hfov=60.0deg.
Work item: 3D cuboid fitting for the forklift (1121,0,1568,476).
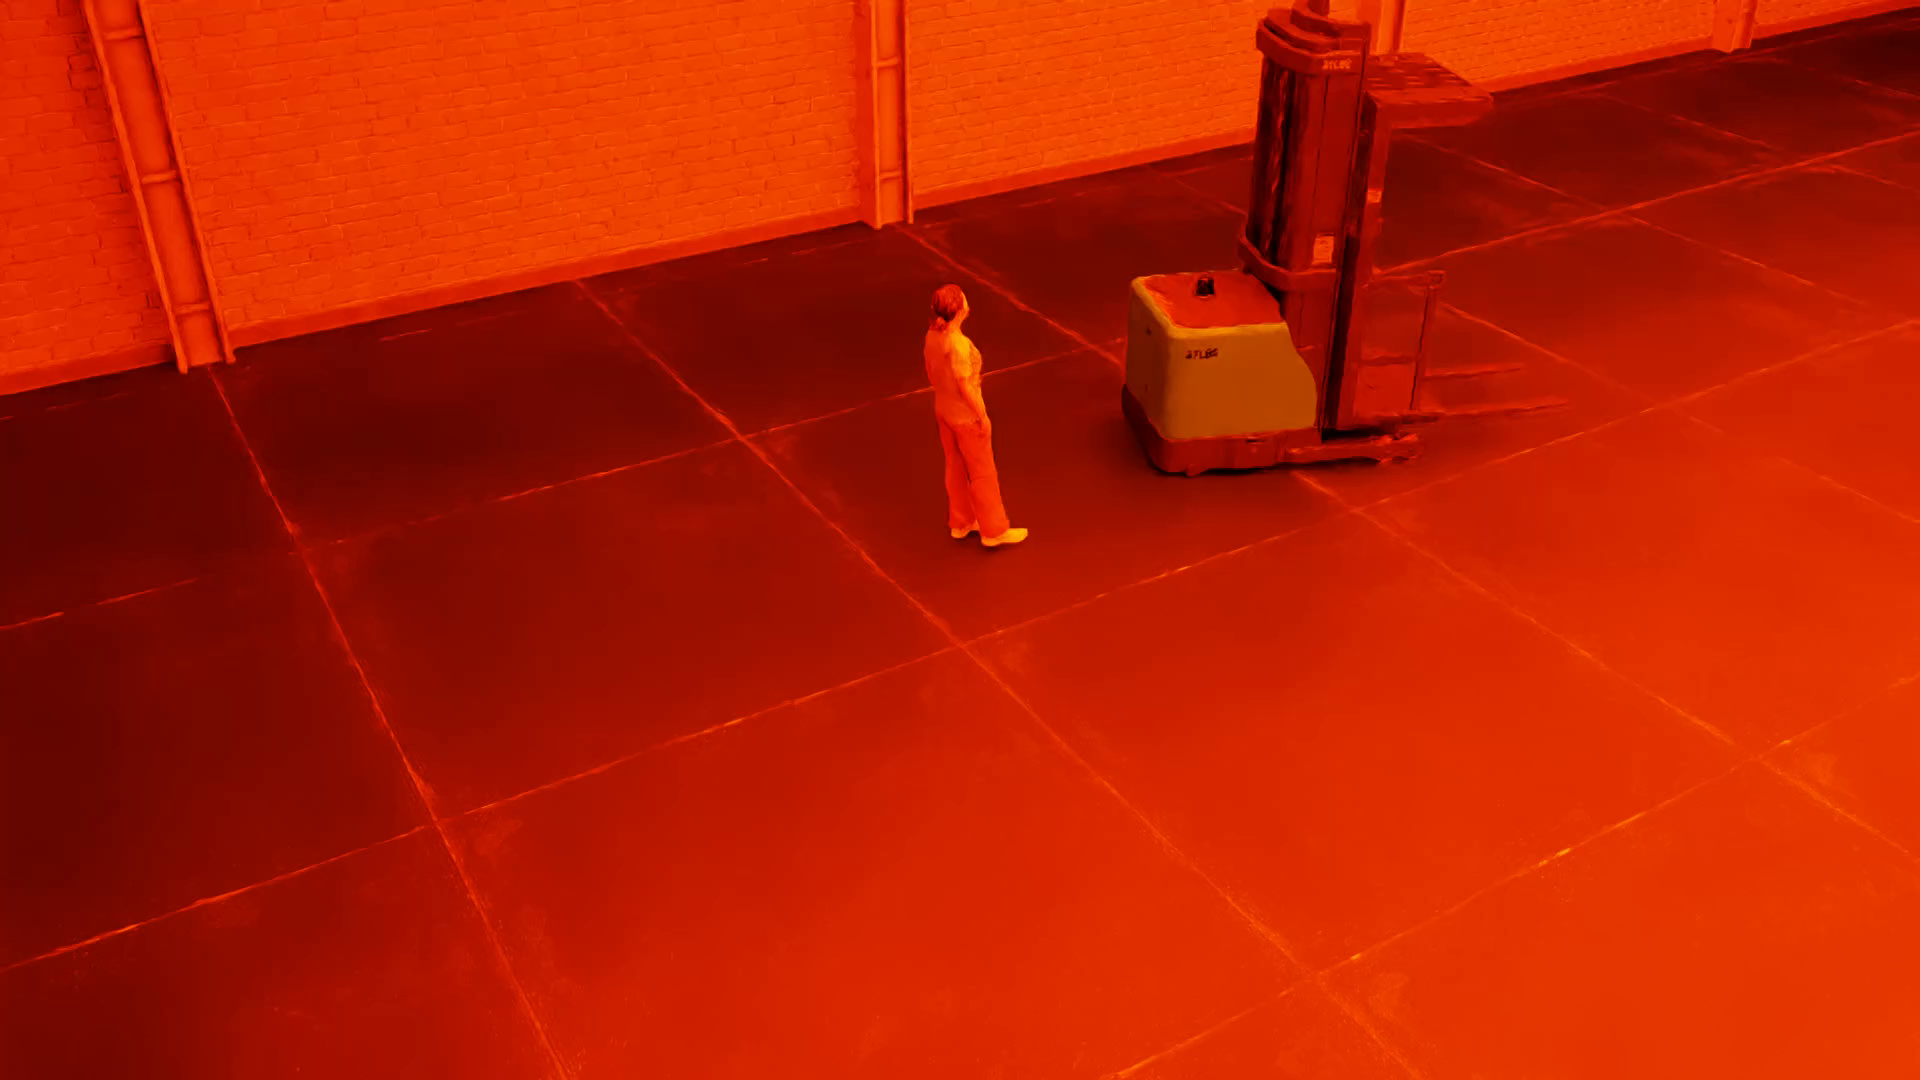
[{"bbox_3d":[2.725,-2.054,11.077,3.031,2.935,1.130,-6,31,-9],"label":"forklift"}]

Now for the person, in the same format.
[{"bbox_3d":[0.068,-0.774,10.070,0.549,1.673,0.554,-17,35,-26],"label":"person"}]
